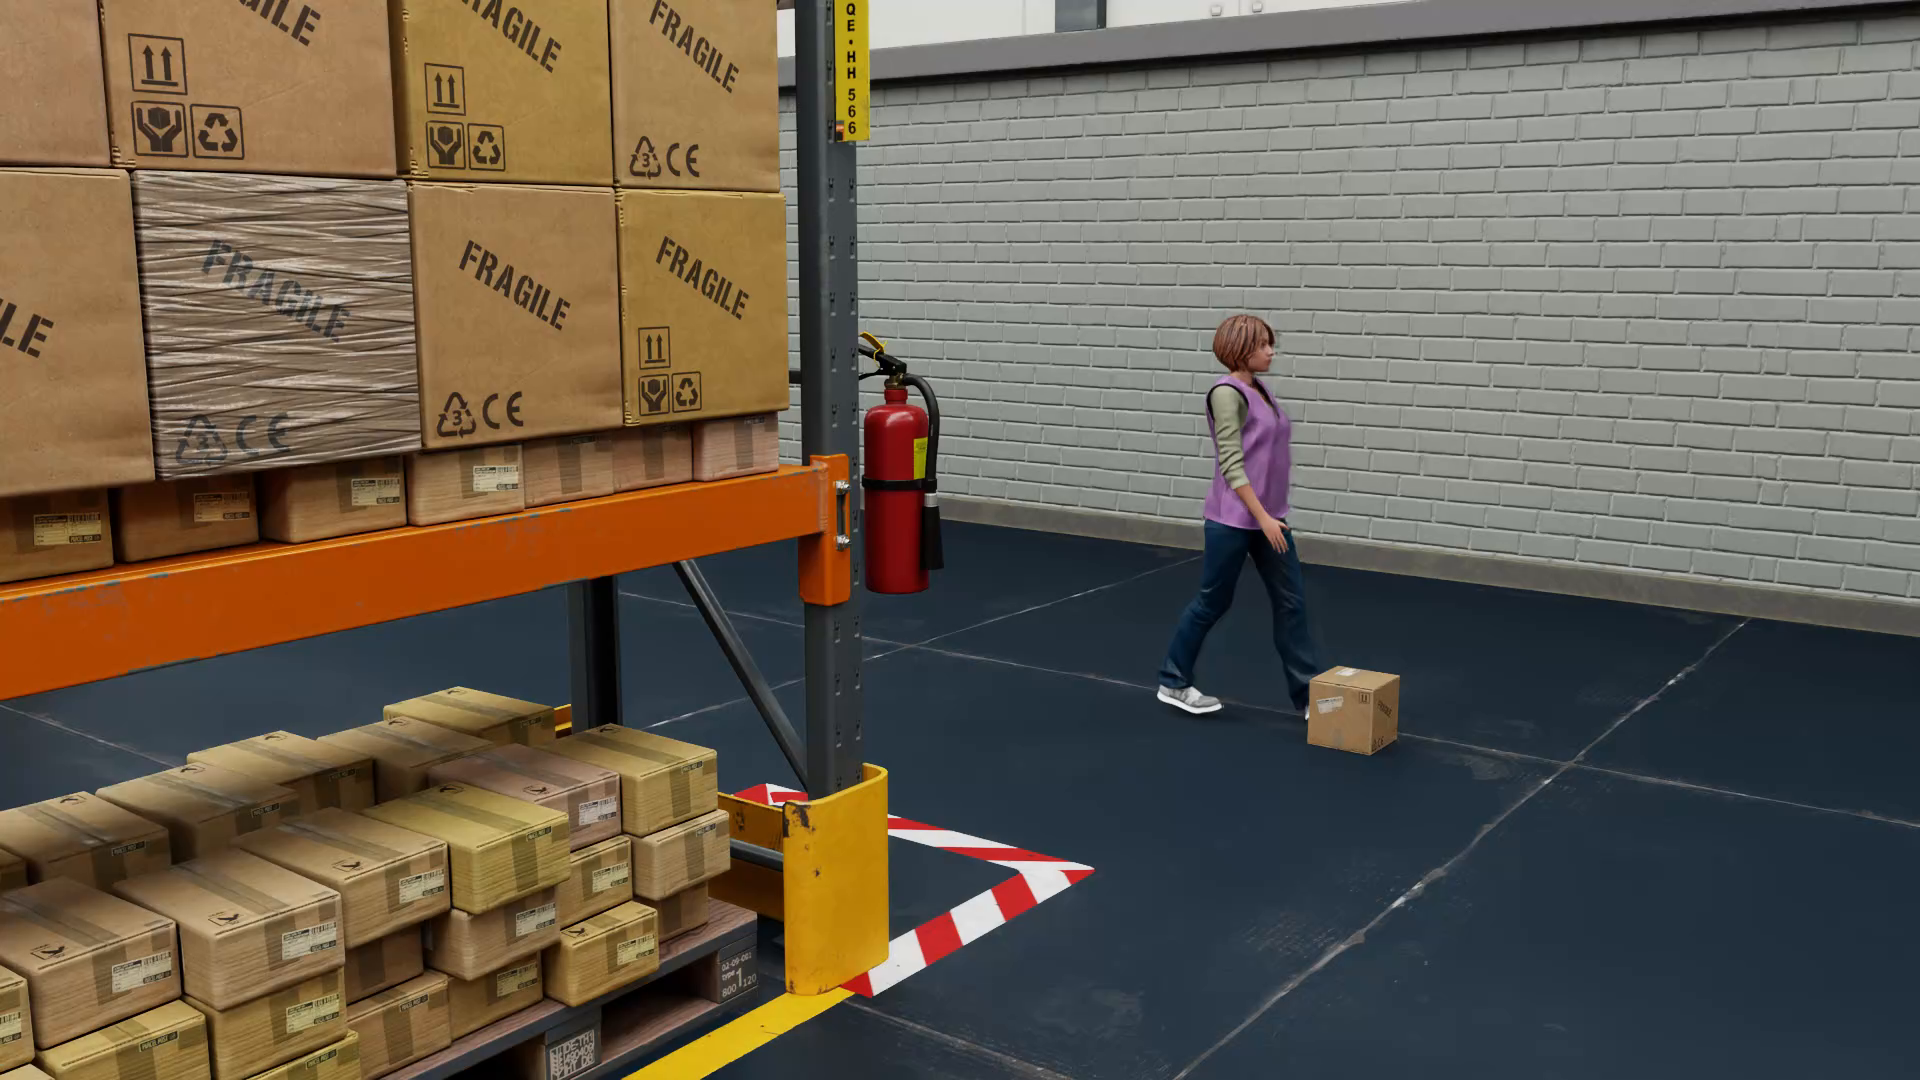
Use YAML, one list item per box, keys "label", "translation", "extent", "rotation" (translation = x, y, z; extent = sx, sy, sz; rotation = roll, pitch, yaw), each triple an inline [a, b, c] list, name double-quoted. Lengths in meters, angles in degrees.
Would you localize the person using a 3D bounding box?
- label: "person"
  translation: [1.149, -0.063, 6.325]
  extent: [0.838, 1.548, 0.425]
  rotation: [8, 13, 36]
